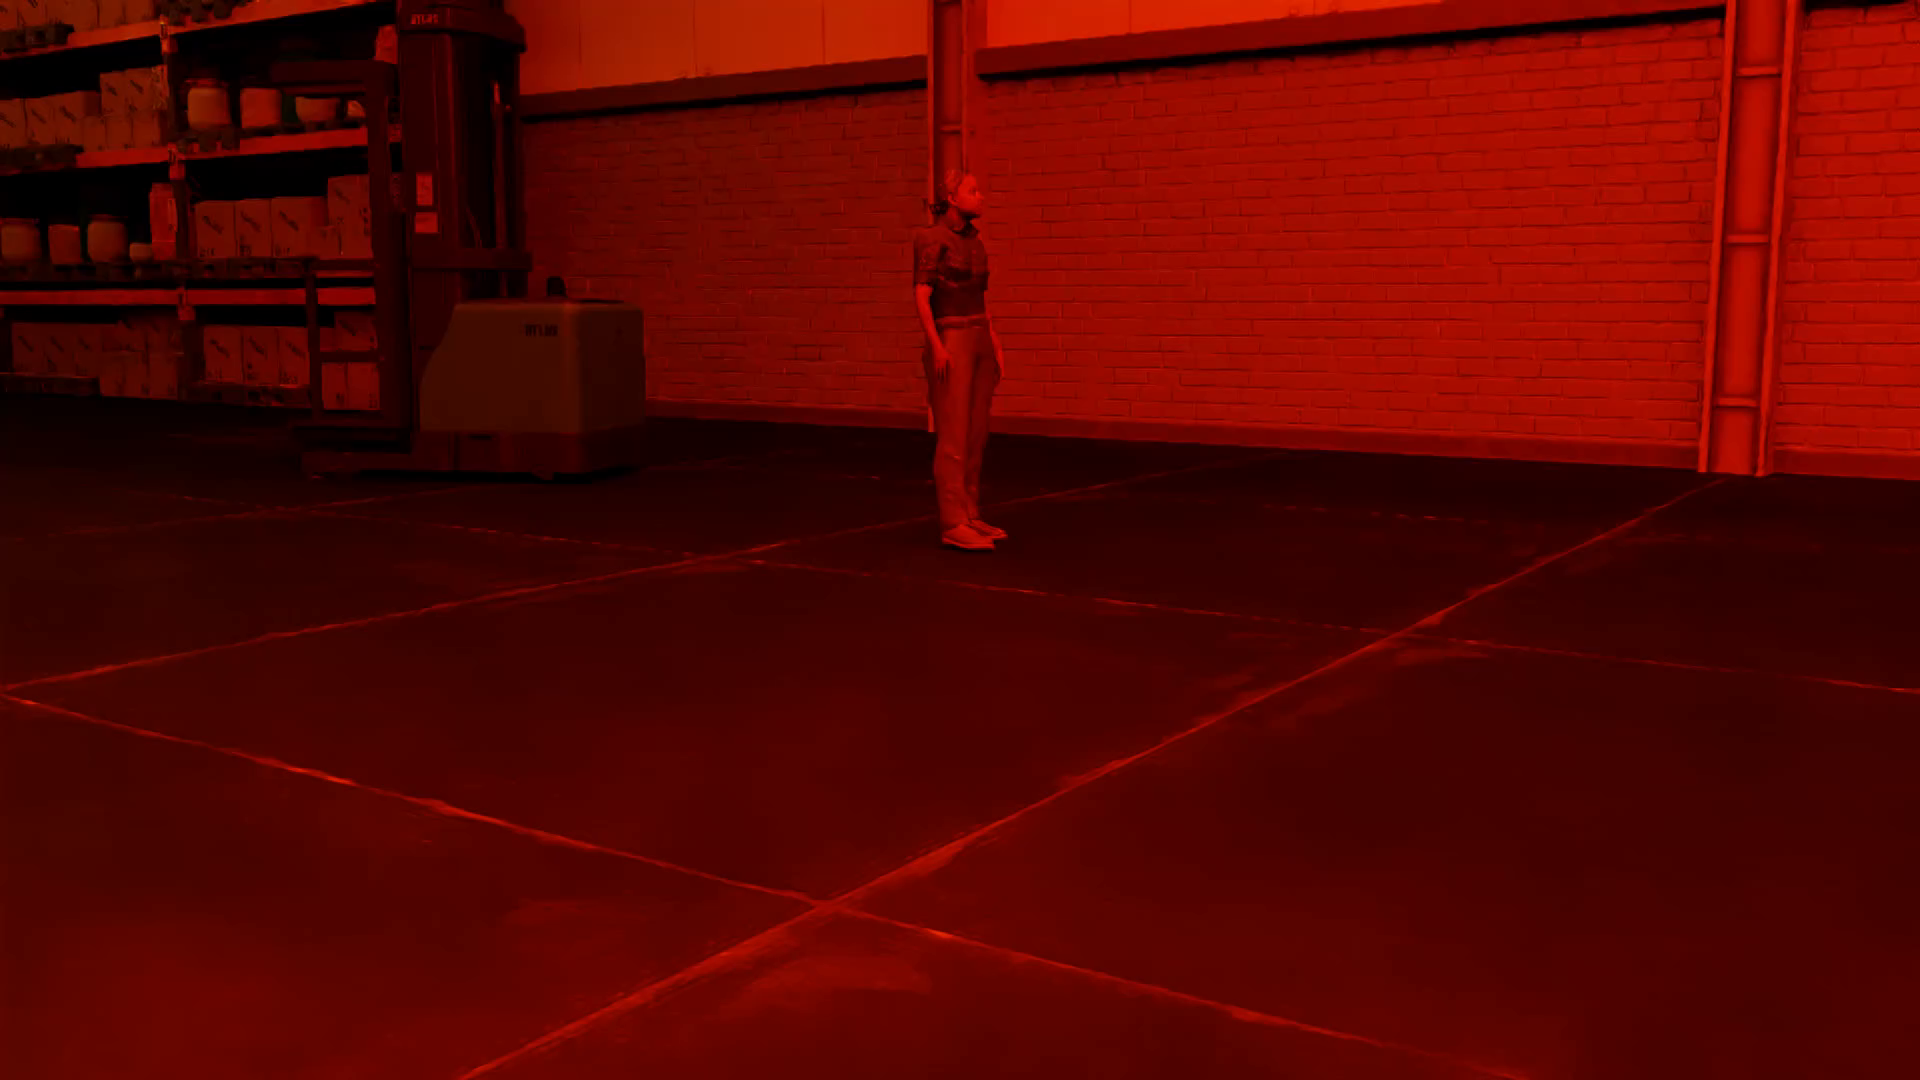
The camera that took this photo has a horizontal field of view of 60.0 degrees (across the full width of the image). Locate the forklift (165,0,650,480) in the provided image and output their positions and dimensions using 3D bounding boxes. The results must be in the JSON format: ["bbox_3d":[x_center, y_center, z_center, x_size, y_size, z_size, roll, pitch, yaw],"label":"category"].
[{"bbox_3d":[-3.590,-1.896,10.528,3.031,2.935,1.130,2,8,14],"label":"forklift"}]

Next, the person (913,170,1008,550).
[{"bbox_3d":[0.062,-0.817,7.421,0.503,1.654,0.570,5,10,34],"label":"person"}]
